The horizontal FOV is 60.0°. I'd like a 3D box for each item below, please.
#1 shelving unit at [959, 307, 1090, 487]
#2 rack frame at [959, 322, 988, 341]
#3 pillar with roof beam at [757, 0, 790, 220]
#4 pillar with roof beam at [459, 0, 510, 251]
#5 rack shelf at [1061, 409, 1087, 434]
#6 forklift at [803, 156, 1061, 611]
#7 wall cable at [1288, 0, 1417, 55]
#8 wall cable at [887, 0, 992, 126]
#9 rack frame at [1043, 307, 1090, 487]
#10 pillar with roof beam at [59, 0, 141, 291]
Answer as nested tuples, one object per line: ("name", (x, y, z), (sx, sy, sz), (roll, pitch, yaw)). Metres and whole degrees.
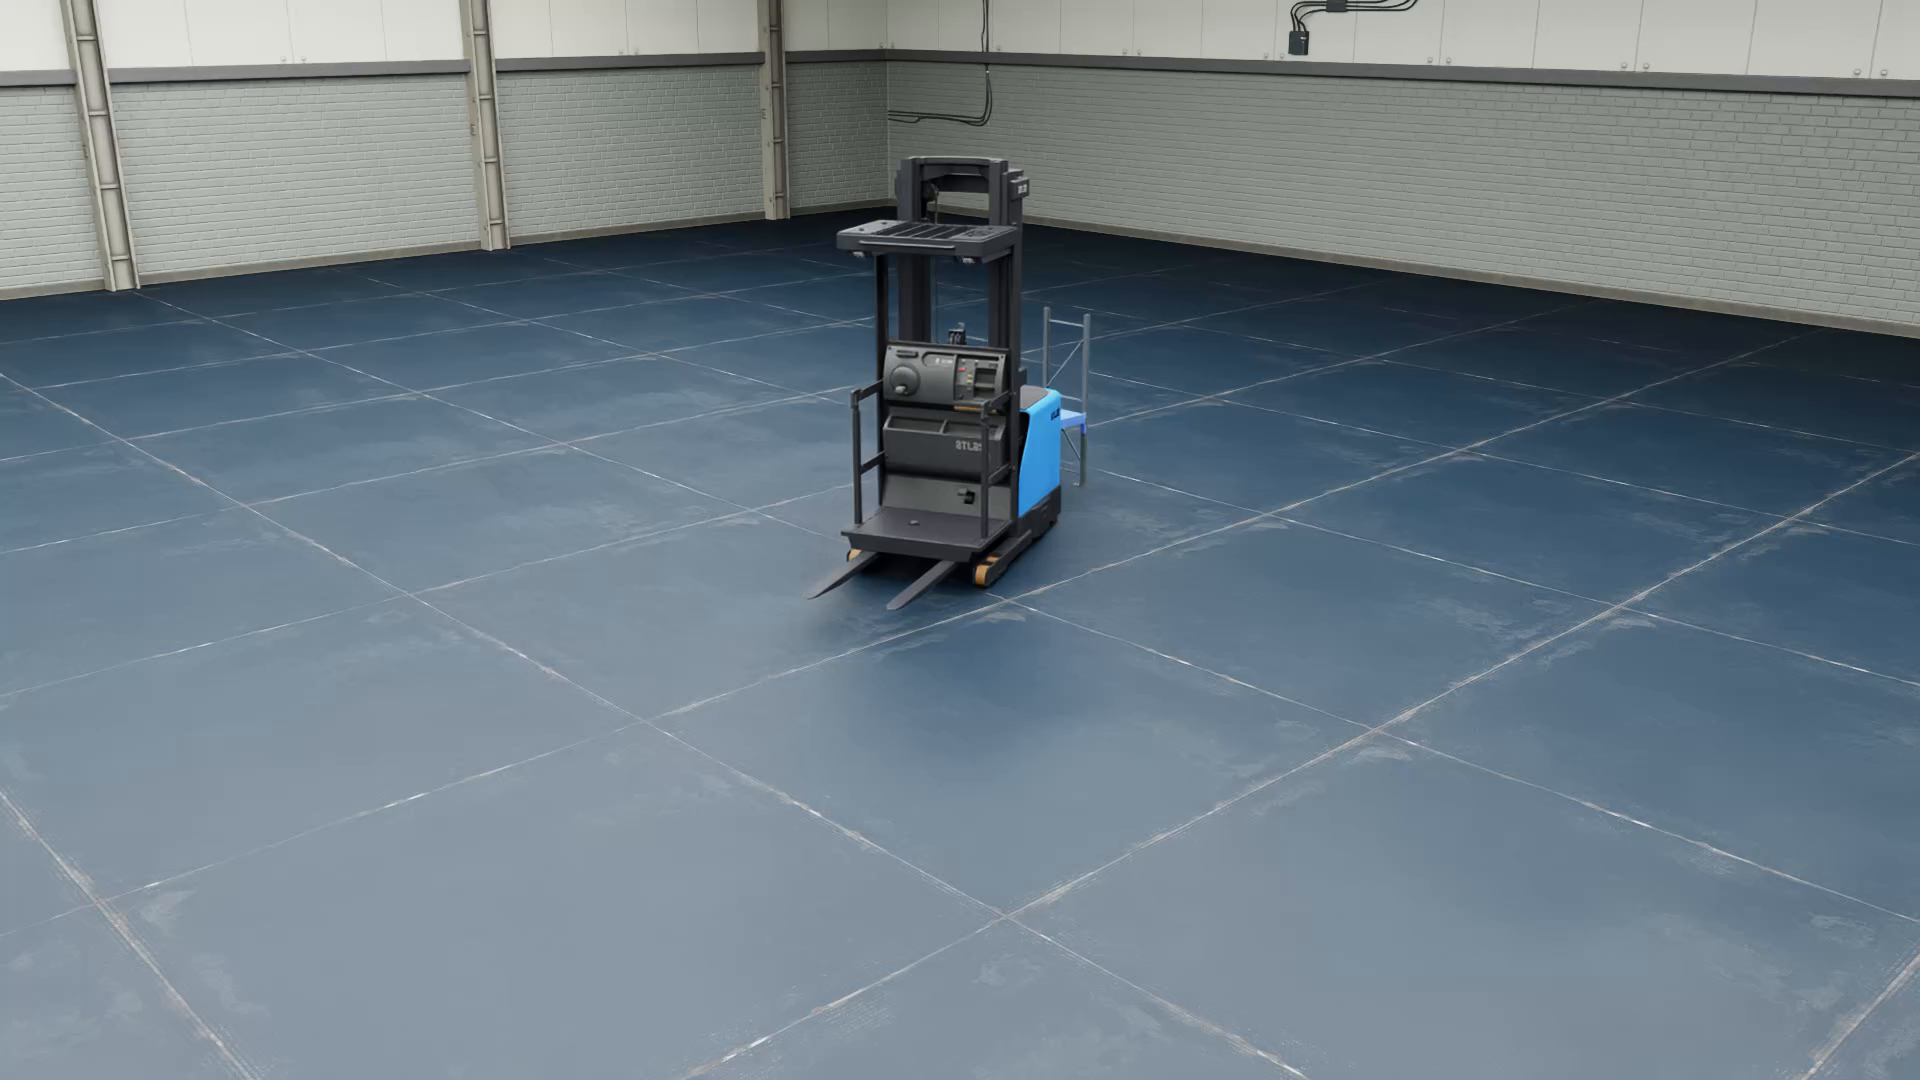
("shelving unit", (0.543, -1.122, 14.015), (1.048, 1.500, 0.538), (-17, 24, -42))
("rack frame", (0.180, -1.013, 13.677), (0.032, 1.500, 0.500), (-17, 24, -42))
("pillar with roof beam", (-0.575, -9.540, 27.818), (0.400, 9.000, 9.100), (-16, 24, -41))
("pillar with roof beam", (-4.935, -8.268, 23.896), (0.400, 9.000, 9.100), (-16, 24, -41))
("rack shelf", (0.543, -0.951, 14.070), (1.000, 0.185, 0.538), (-17, 24, -42))
("forklift", (-0.190, -1.198, 11.926), (1.130, 2.935, 3.031), (7, 19, 20))
("wall cable", (6.027, -10.319, 24.708), (0.169, 6.003, 2.305), (-16, 24, -41))
("wall cable", (-0.484, -9.355, 32.283), (0.112, 2.526, 3.097), (-16, 24, -41))
("rack frame", (0.907, -1.232, 14.353), (0.032, 1.500, 0.500), (-17, 24, -42))
("pillar with roof beam", (-9.294, -6.997, 19.975), (0.400, 9.000, 9.100), (-16, 24, -41))
